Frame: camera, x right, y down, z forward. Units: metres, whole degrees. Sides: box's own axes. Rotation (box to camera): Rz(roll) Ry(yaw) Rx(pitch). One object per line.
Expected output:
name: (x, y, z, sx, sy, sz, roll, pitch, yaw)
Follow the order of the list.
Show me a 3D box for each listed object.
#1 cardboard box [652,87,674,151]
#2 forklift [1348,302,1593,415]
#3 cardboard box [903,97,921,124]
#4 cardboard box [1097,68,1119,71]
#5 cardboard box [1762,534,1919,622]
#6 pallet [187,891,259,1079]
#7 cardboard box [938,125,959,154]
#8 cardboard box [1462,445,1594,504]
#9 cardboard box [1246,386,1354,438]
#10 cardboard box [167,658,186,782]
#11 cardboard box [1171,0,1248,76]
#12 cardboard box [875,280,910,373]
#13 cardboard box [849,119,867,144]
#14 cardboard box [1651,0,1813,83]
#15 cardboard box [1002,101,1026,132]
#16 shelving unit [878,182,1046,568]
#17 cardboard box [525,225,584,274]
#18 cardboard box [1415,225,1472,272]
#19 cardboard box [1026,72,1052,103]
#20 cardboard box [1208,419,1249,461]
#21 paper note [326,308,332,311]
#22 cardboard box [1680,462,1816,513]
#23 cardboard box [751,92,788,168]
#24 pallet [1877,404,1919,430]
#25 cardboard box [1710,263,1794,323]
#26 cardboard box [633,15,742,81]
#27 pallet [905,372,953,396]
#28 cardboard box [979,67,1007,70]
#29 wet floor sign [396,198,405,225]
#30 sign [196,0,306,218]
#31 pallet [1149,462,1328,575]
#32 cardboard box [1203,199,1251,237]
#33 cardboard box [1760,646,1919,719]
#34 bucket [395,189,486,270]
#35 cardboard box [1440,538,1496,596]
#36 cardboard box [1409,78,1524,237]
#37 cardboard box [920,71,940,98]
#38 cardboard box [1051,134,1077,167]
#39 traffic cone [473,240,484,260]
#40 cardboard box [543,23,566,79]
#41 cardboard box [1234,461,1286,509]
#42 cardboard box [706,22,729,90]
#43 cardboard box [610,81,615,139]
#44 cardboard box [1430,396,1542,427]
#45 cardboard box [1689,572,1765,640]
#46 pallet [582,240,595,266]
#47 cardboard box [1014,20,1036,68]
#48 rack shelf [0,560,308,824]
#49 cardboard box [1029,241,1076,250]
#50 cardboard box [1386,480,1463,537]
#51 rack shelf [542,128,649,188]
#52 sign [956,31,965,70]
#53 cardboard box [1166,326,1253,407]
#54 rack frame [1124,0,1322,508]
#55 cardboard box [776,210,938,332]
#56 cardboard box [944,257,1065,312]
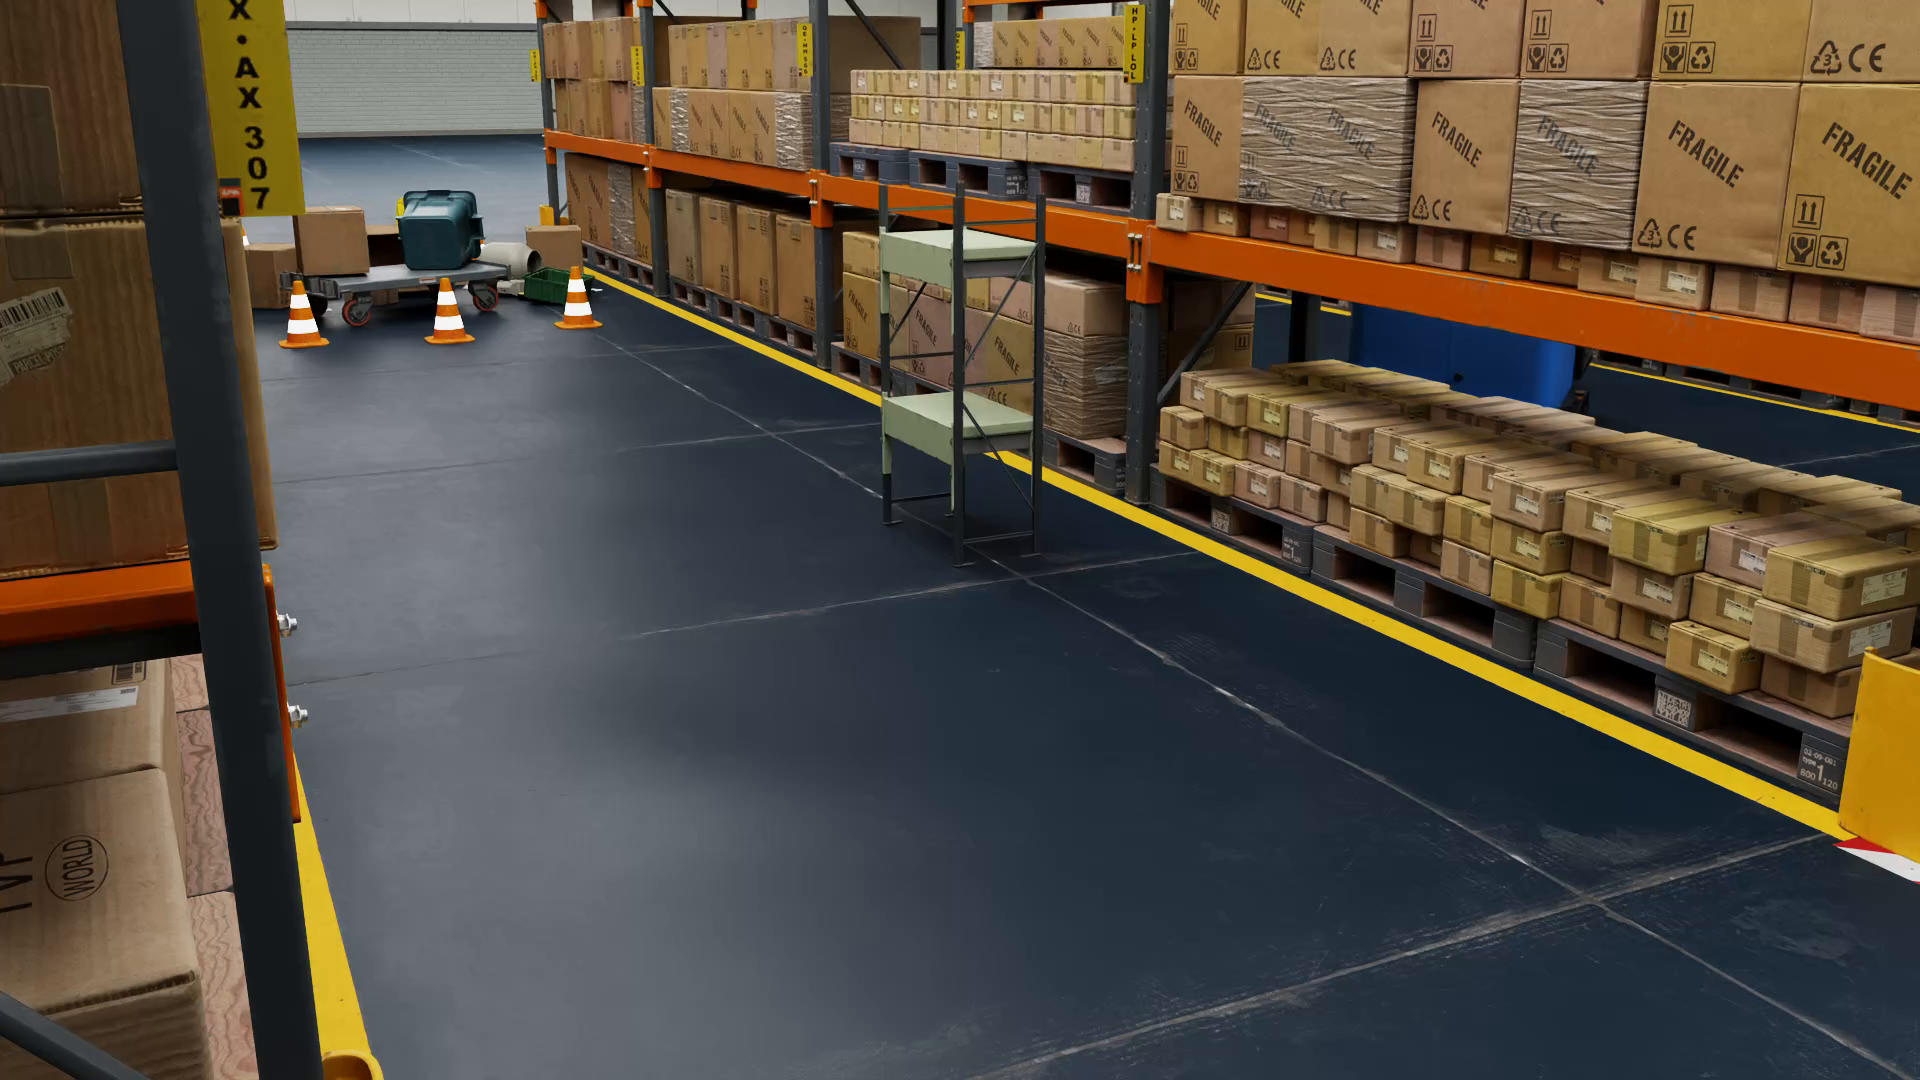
cardboard box: (-2.262, -3.538, 13.961, 0.500, 0.500, 0.500, -7, 18, -24)
forklift: (3.052, -2.121, 9.327, 1.130, 2.935, 3.031, 7, 18, 24)
cardboard box: (-0.115, -2.546, 9.839, 0.380, 0.149, 0.250, -8, 18, -25)
cardboard box: (1.924, -4.666, 17.350, 0.875, 0.500, 0.500, -8, 18, -25)
cardboard box: (2.547, 0.104, 4.778, 0.380, 0.149, 0.250, -7, 18, -24)
pallet: (-1.819, 1.097, 3.044, 1.003, 0.211, 1.213, -8, 18, -25)
cardboard box: (0.099, -2.278, 9.446, 0.380, 0.149, 0.250, -7, 18, -24)
cardboard box: (2.021, -0.224, 5.923, 0.380, 0.149, 0.250, -8, 18, -27)
cardboard box: (1.442, -0.544, 7.037, 0.380, 0.149, 0.250, -8, 18, -26)
cardboard box: (-2.580, 0.374, 4.393, 0.875, 0.438, 0.875, -8, 18, -27)
cardboard box: (1.233, -2.200, 6.945, 0.500, 0.500, 0.500, -7, 18, -24)
cardboard box: (-0.194, -1.331, 10.221, 0.500, 0.500, 0.500, -7, 18, -24)
cardboard box: (-0.483, -2.607, 10.591, 0.380, 0.149, 0.250, -8, 18, -26)
cardboard box: (2.361, -1.558, 4.709, 0.500, 0.500, 0.500, -8, 18, -27)
cardboard box: (0.444, -2.227, 8.729, 0.380, 0.149, 0.250, -9, 18, -28)
shelving unit: (-0.003, -0.723, 7.050, 0.431, 1.500, 0.755, -8, 18, -25)
cardboard box: (-3.853, -2.714, 15.796, 0.500, 0.500, 0.500, -5, 17, -15)
cardboard box: (1.864, -1.057, 5.952, 0.380, 0.149, 0.250, -7, 17, -23)
cardboard box: (0.558, -2.308, 8.472, 0.380, 0.149, 0.250, -8, 18, -25)
cardboard box: (1.317, -0.463, 7.295, 0.380, 0.149, 0.250, -8, 18, -25)
paper note: (-5.354, -1.940, 13.956, 0.148, 0.019, 0.142, -8, 18, -25)
cardboard box: (2.676, -0.149, 5.661, 0.380, 0.149, 0.250, -9, 18, -28)
cardboard box: (-1.154, -2.912, 11.780, 0.500, 0.500, 0.500, -8, 18, -25)
pallet: (6.020, -0.705, 9.326, 1.003, 0.211, 1.213, -8, 18, -25)
cardboard box: (2.411, -0.730, 4.812, 0.380, 0.149, 0.250, -8, 18, -25)
cardboard box: (-2.381, -4.340, 14.706, 0.875, 0.550, 0.550, -8, 18, -25)
pallet: (0.374, -0.825, 9.742, 1.003, 0.211, 1.213, -8, 18, -25)
cardboard box: (0.717, -5.271, 19.458, 0.875, 0.500, 0.500, -8, 18, -25)
wet floor sign: (-5.795, -3.281, 17.514, 0.267, 0.644, 0.232, -11, 20, -34)
sign: (-0.897, -0.574, 2.100, 0.100, 0.325, 0.005, -8, 18, -25)
pallet: (1.581, -0.167, 7.449, 1.003, 0.211, 1.213, -8, 18, -25)
cardboard box: (1.264, -1.384, 7.090, 0.380, 0.149, 0.250, -7, 17, -23)
cardboard box: (2.589, 0.386, 4.876, 0.380, 0.149, 0.250, -7, 18, -24)
bucket: (-4.382, -2.565, 13.931, 0.726, 0.611, 0.620, -2, 26, -6)
cardboard box: (1.957, 0.073, 5.967, 0.380, 0.149, 0.250, -7, 18, -24)
cardboard box: (1.918, -1.327, 5.715, 0.500, 0.500, 0.500, -7, 17, -22)
cardboard box: (-0.010, -2.630, 9.593, 0.380, 0.149, 0.250, -7, 17, -22)
cardboard box: (0.681, -1.951, 8.307, 0.380, 0.149, 0.250, -8, 18, -25)
traffic cone: (-5.046, -3.122, 17.292, 0.336, 0.463, 0.334, -8, 18, -25)
cardboard box: (-3.875, -5.139, 17.492, 0.875, 0.550, 0.550, -8, 18, -25)
cardboard box: (1.397, -0.250, 7.092, 0.380, 0.149, 0.250, -8, 18, -25)
cardboard box: (-1.579, -3.807, 13.084, 0.700, 0.500, 0.500, -7, 18, -24)
cardboard box: (-2.815, -4.097, 15.817, 0.875, 0.550, 0.550, -8, 18, -25)
cardboard box: (2.153, -0.481, 6.817, 0.380, 0.149, 0.250, -9, 18, -28)
cardboard box: (2.453, 0.180, 5.052, 0.380, 0.149, 0.250, -8, 18, -26)
pallet: (-3.582, -3.116, 17.725, 1.003, 0.211, 1.213, -8, 18, -25)
cardboard box: (0.929, -5.473, 18.351, 0.500, 0.500, 0.500, -8, 18, -25)
rack shelf: (-2.275, -0.204, 3.829, 1.077, 0.370, 4.000, -8, 18, -25)
cardboard box: (0.477, -1.632, 9.911, 0.500, 0.250, 0.500, -7, 18, -24)
cardboard box: (1.810, -0.135, 6.150, 0.380, 0.149, 0.250, -7, 18, -24)
rack shelf: (-3.126, -3.803, 16.370, 1.077, 0.370, 4.000, -8, 18, -25)
sign: (-0.014, -3.248, 11.174, 0.100, 0.325, 0.005, -8, 18, -25)
cardboard box: (1.169, -0.885, 8.667, 0.500, 0.500, 0.500, -7, 17, -23)
rack frame: (1.255, -1.669, 7.630, 1.000, 3.000, 0.127, -8, 18, -25)
cardboard box: (-0.684, -1.944, 11.902, 1.050, 0.750, 0.750, -8, 18, -26)
cardboard box: (0.243, -1.443, 9.251, 0.500, 0.250, 0.500, -9, 18, -27)
